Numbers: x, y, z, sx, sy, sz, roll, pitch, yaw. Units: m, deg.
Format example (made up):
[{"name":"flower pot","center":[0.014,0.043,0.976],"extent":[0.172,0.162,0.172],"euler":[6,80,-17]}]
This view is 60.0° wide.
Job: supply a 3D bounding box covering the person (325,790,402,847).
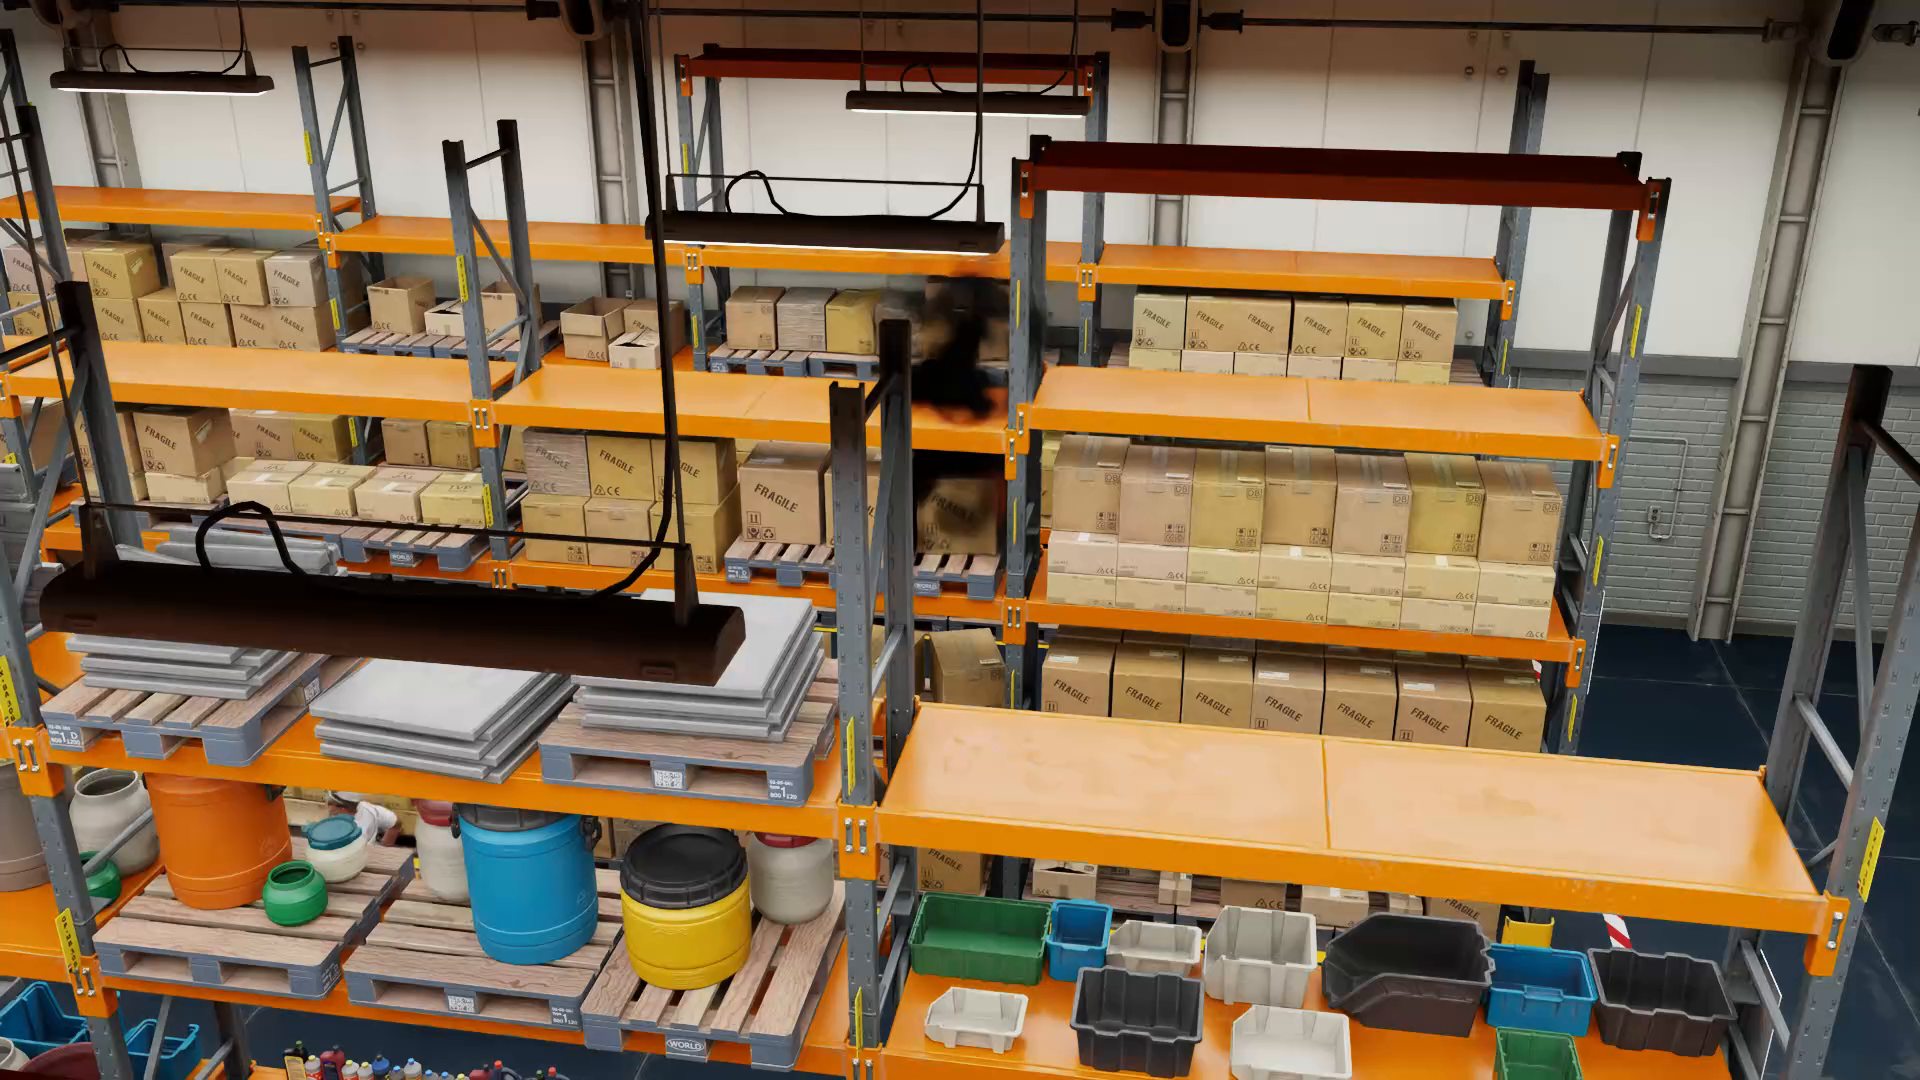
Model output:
[{"name":"person","center":[-4.249,2.464,11.635],"extent":[0.683,1.839,0.640],"euler":[-1,23,-2]}]
